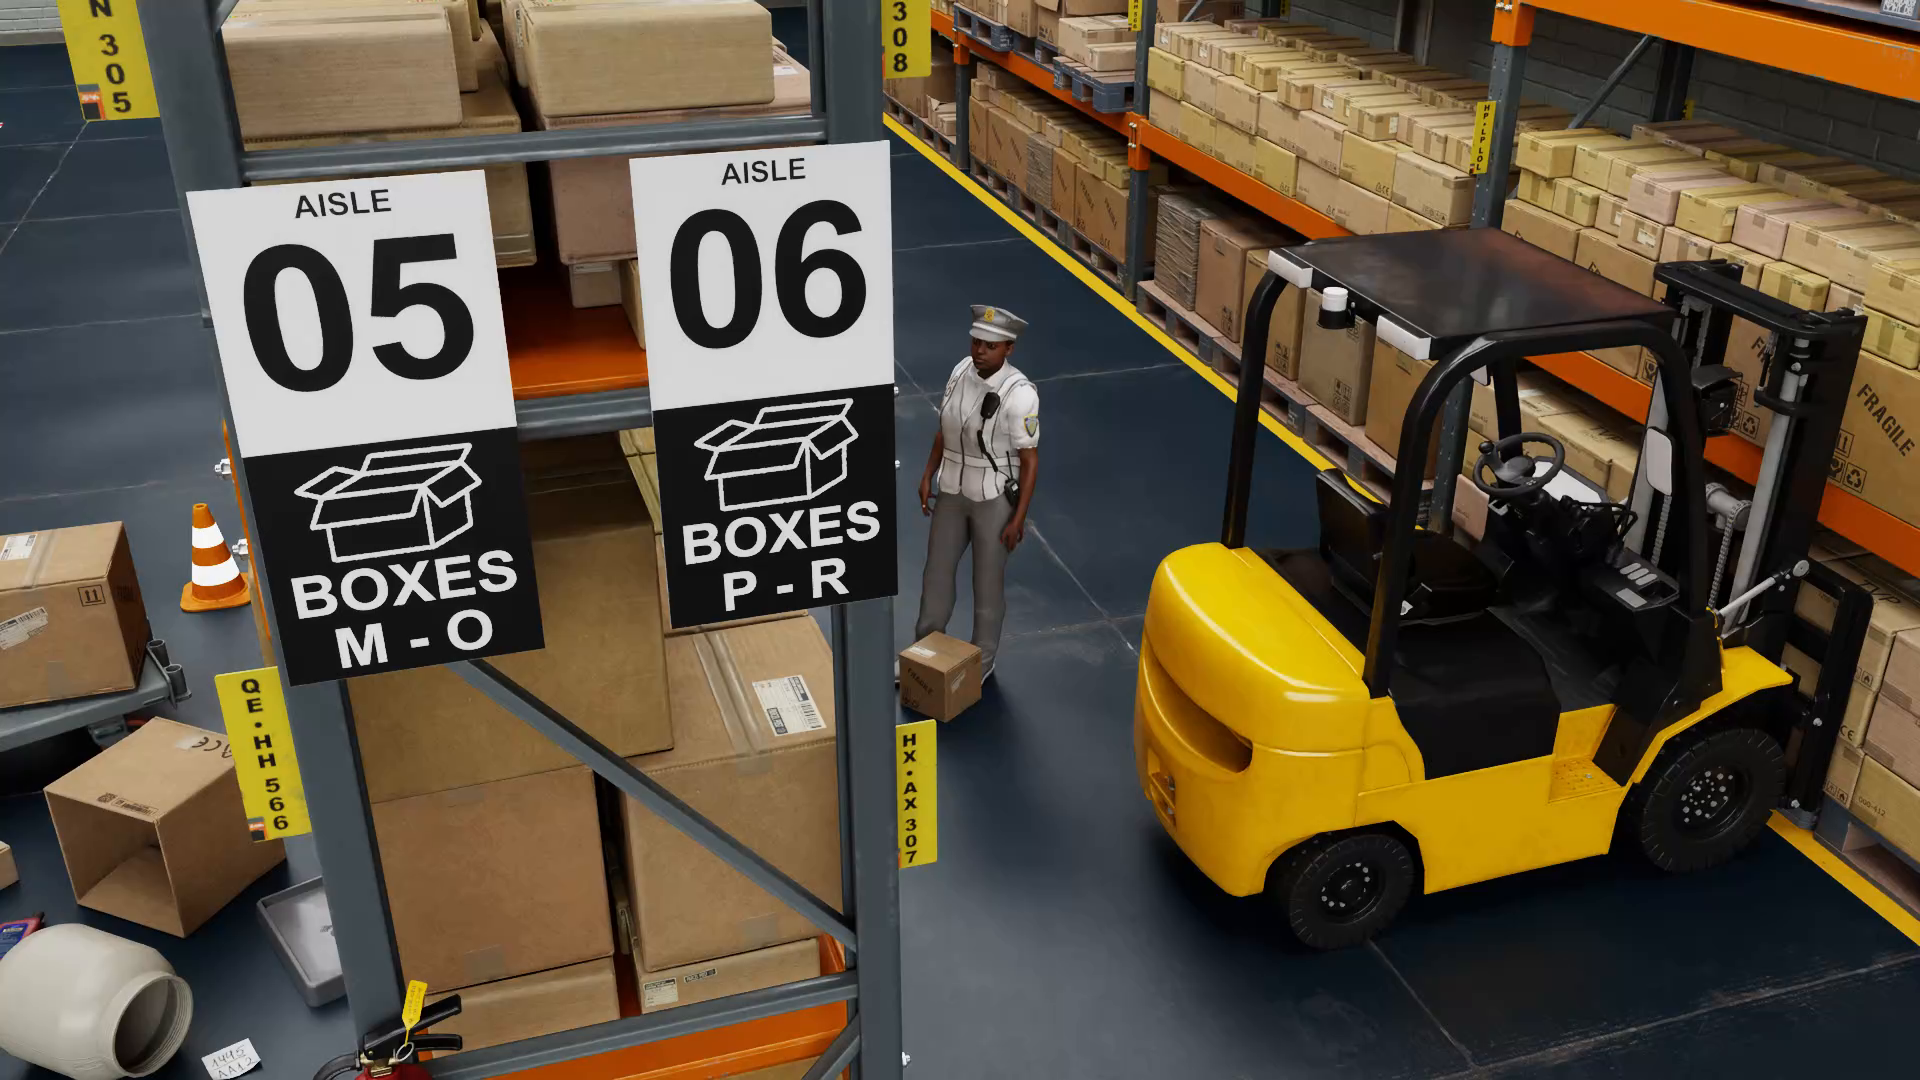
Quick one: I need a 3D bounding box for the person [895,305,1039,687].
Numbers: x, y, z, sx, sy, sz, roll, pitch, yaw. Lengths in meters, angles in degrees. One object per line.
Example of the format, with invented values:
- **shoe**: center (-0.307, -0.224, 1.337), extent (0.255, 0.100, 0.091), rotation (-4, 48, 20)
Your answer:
- **person**: center (0.022, -0.155, 6.870), extent (0.570, 1.694, 0.527), rotation (20, 33, 35)
